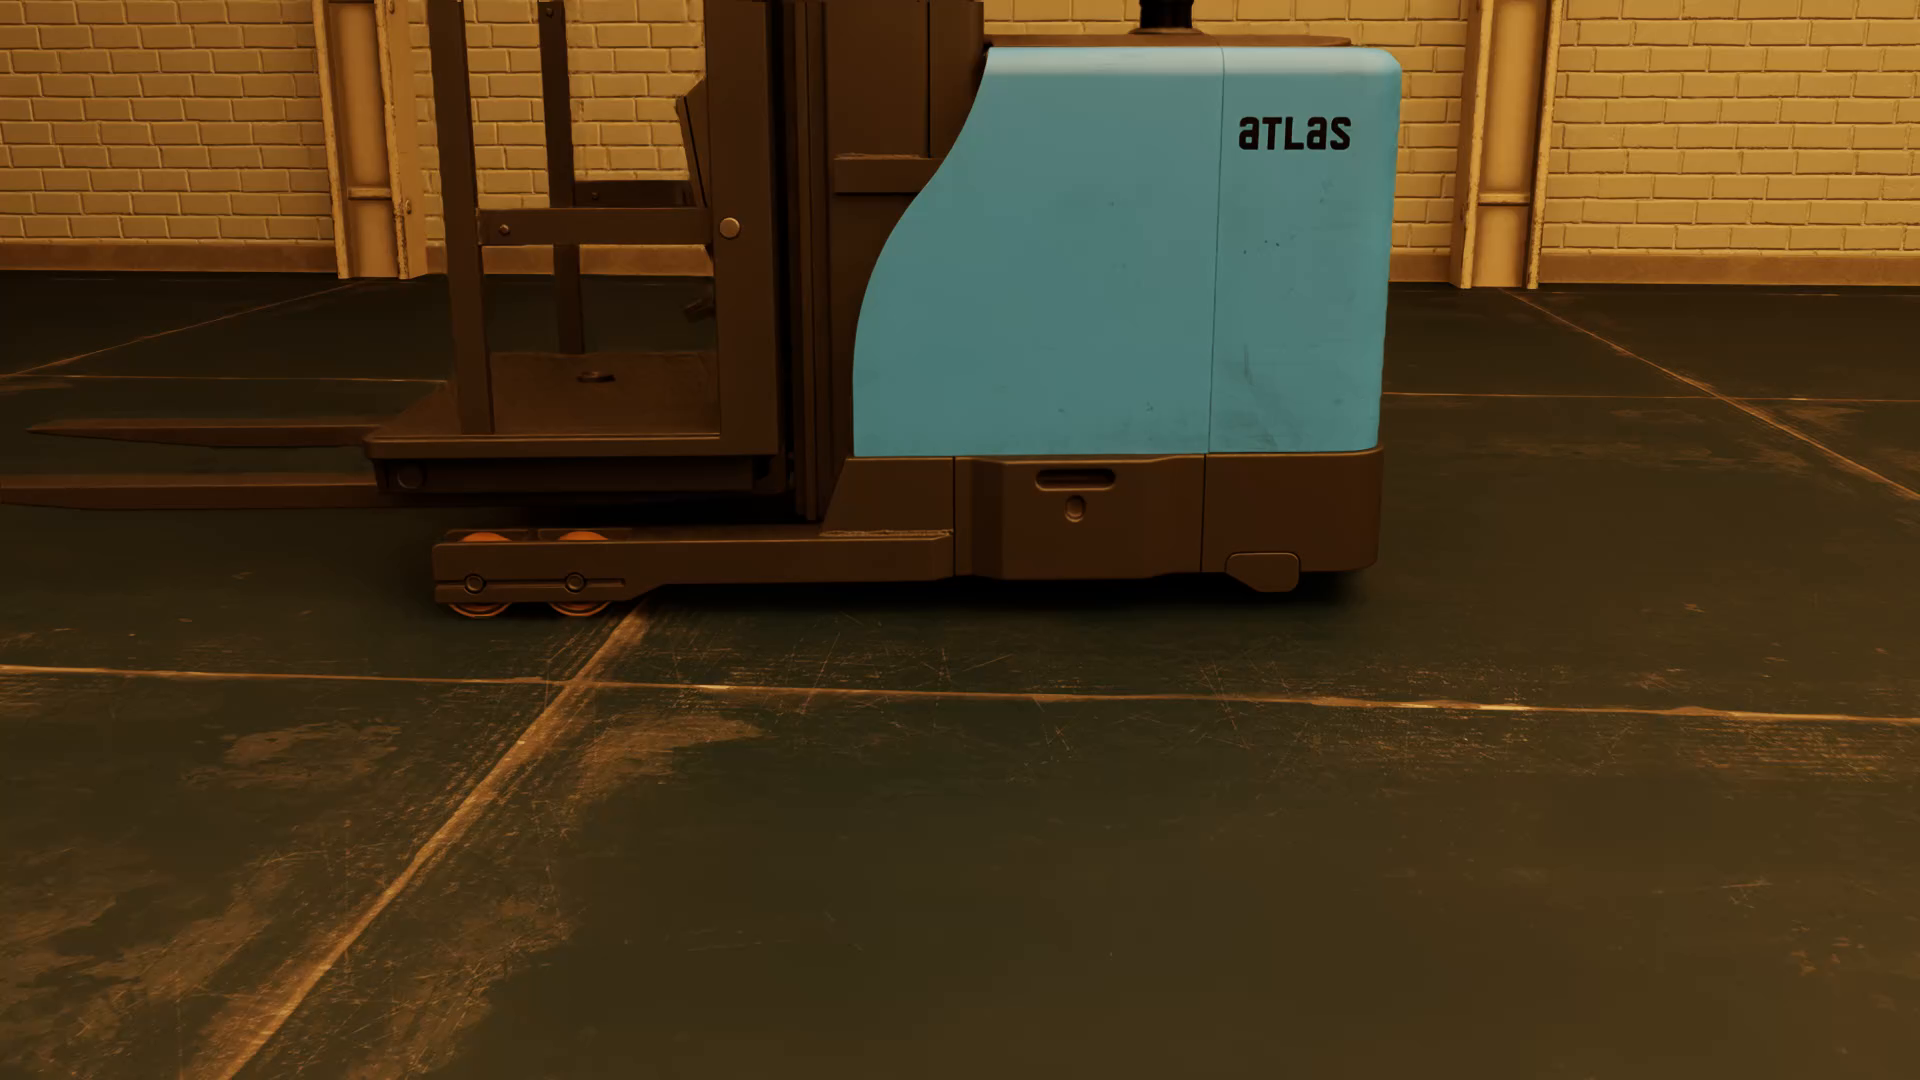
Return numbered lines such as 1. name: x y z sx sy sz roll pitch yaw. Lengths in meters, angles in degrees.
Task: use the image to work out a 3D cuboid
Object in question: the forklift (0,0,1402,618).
1. forklift: -0.680 -1.403 3.388 3.031 2.935 1.130 -1 15 -2
